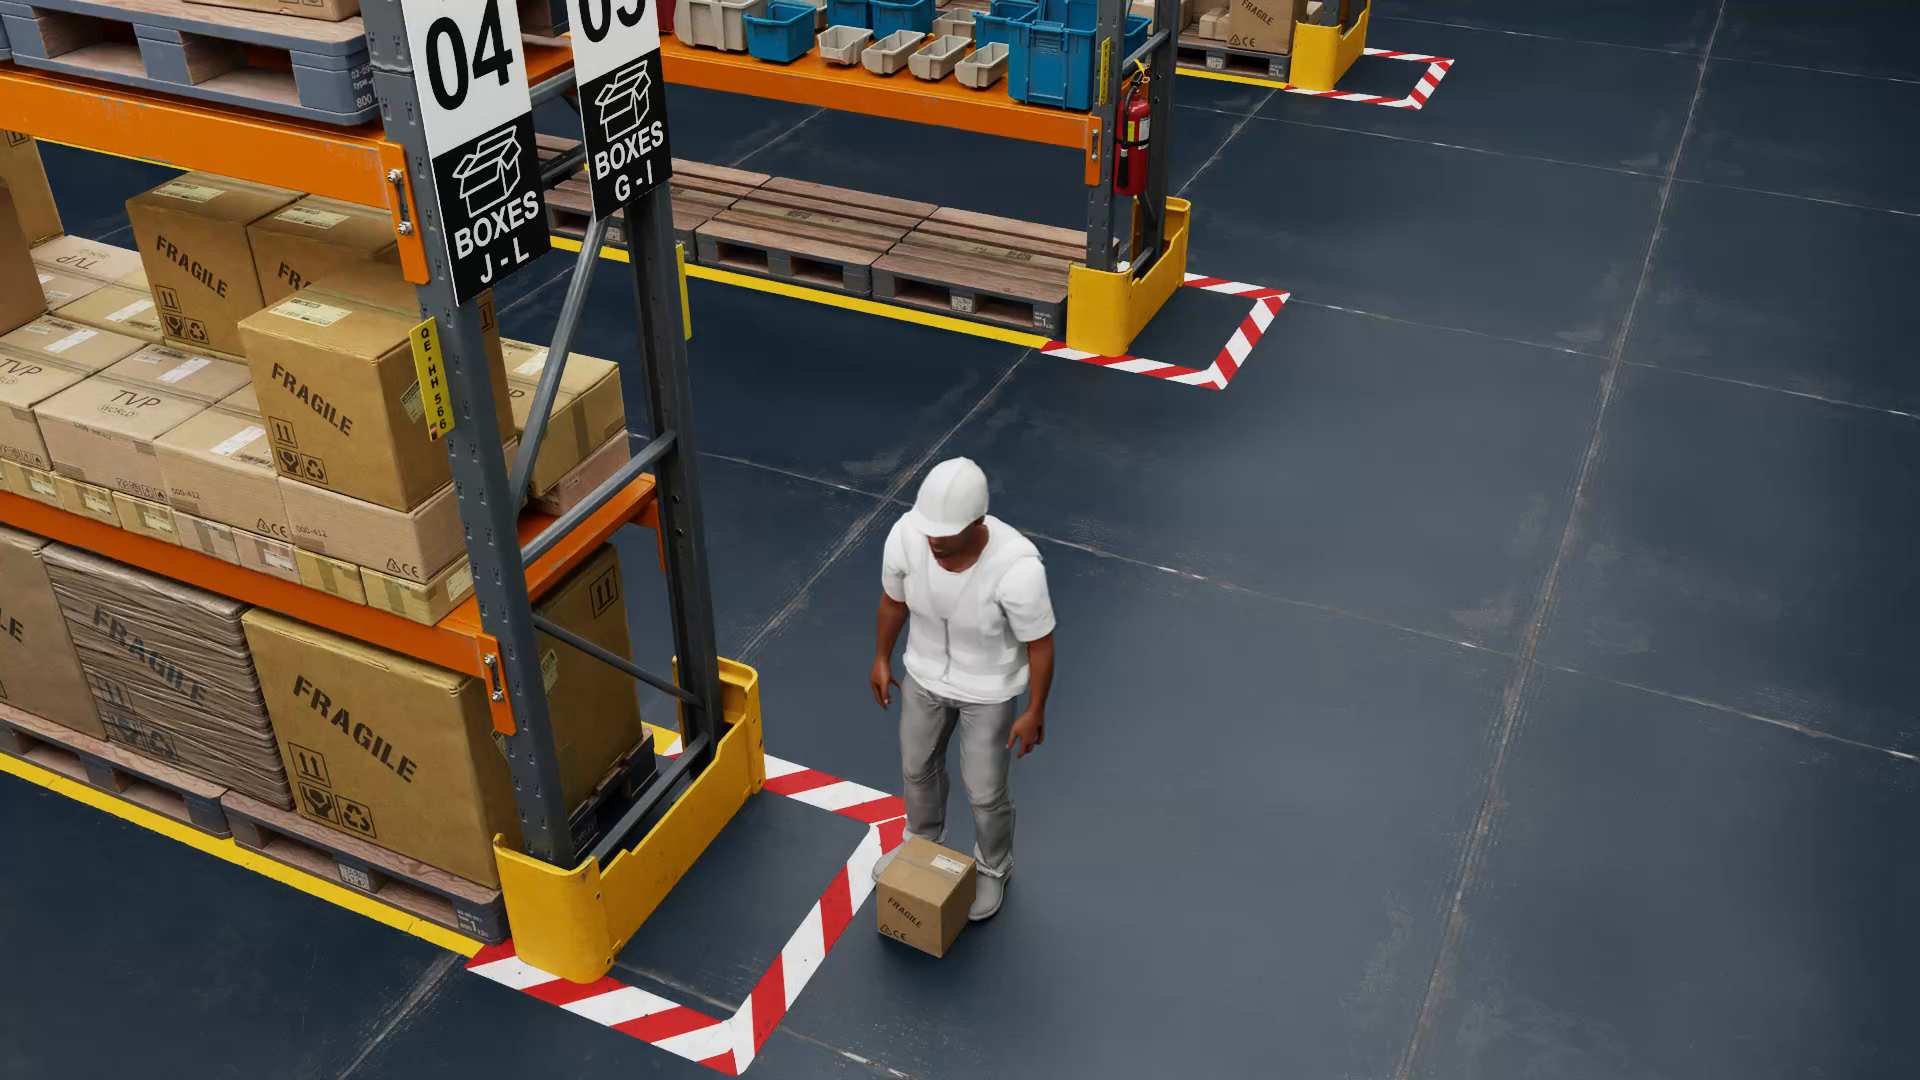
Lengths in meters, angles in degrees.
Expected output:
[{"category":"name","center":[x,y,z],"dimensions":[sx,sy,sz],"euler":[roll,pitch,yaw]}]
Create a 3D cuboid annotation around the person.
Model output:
[{"category":"person","center":[-0.008,0.474,5.408],"dimensions":[0.634,1.760,0.463],"euler":[17,37,24]}]
